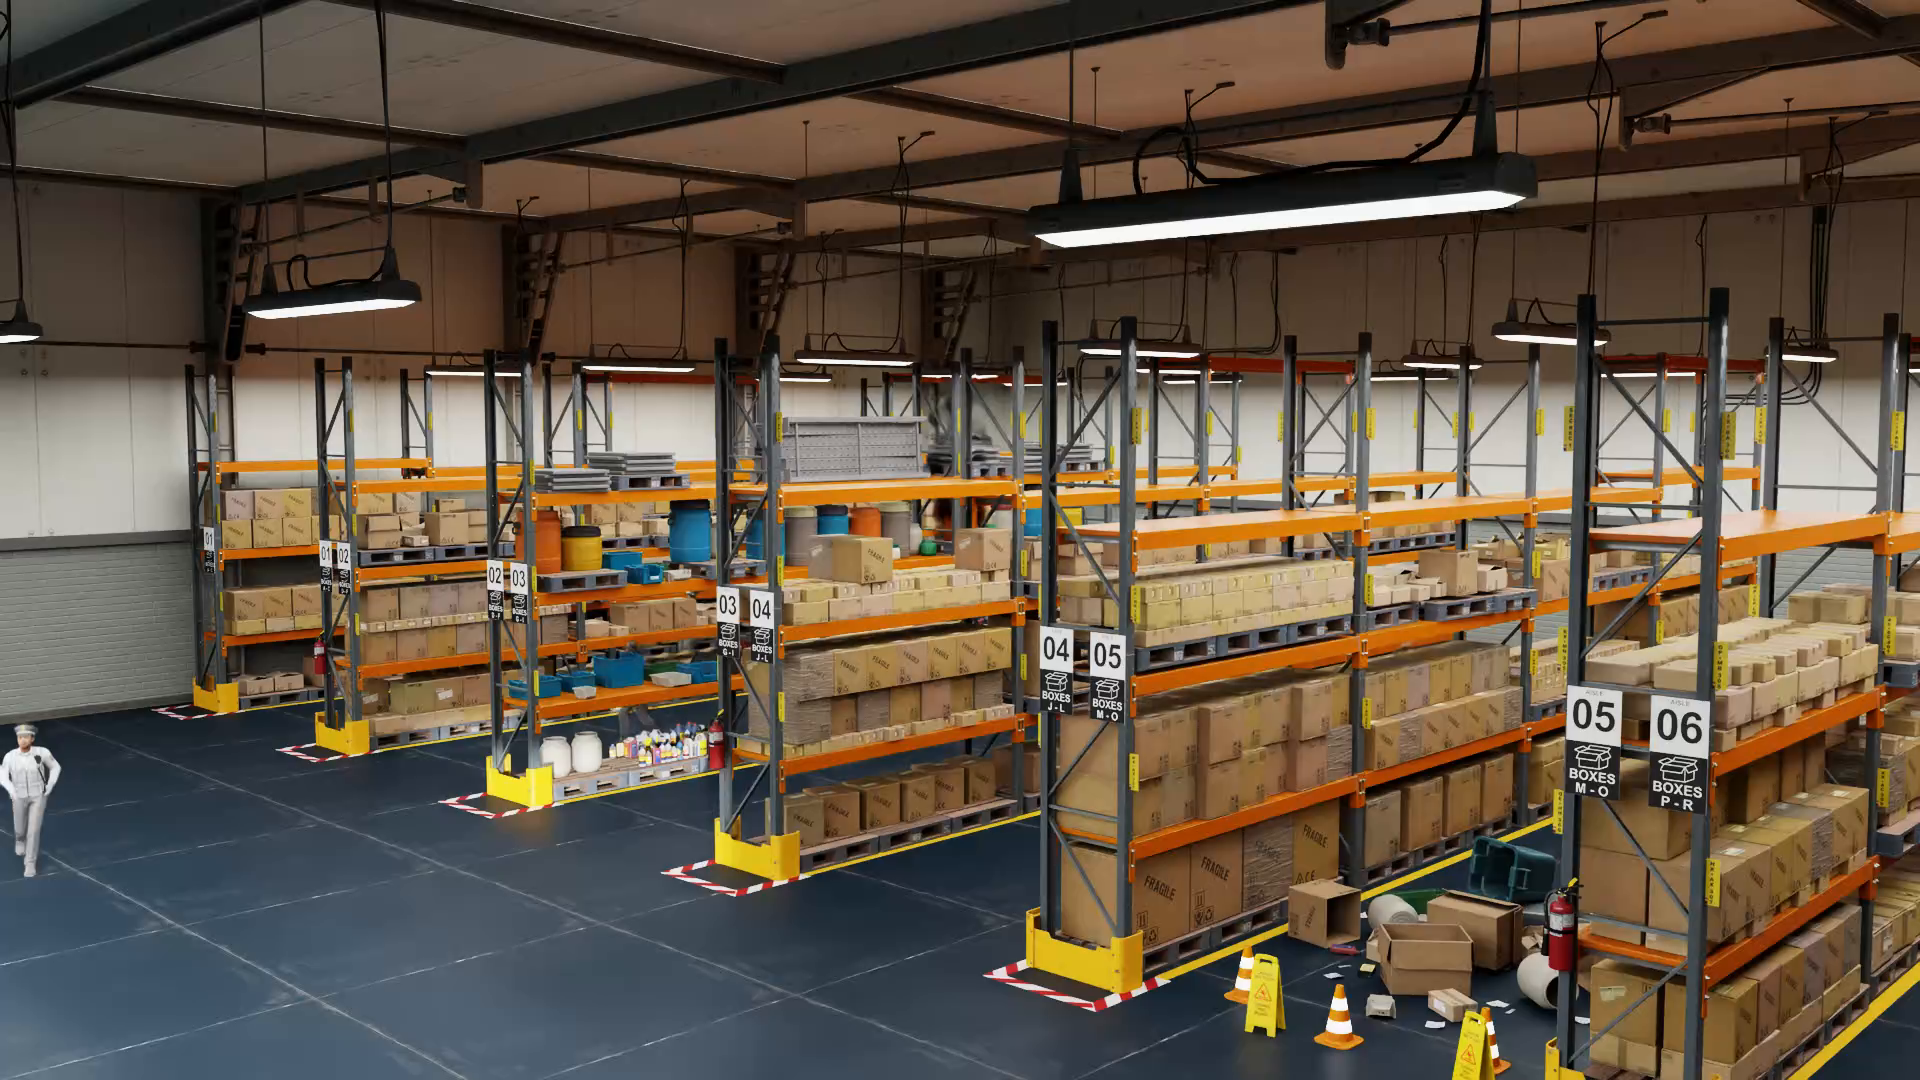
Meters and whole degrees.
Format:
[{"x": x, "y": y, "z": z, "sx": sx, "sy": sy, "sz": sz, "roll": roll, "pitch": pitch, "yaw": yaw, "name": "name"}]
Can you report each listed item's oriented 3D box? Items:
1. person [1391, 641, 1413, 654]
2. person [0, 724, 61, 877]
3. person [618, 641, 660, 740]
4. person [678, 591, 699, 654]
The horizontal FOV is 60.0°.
[{"x": 6.898, "y": 2.320, "z": 25.727, "sx": 0.720, "sy": 1.762, "sz": 0.795, "roll": 4, "pitch": 6, "yaw": 43, "name": "person"}, {"x": -10.516, "y": 2.902, "z": 18.818, "sx": 0.624, "sy": 1.694, "sz": 0.769, "roll": -2, "pitch": 5, "yaw": -24, "name": "person"}, {"x": -4.946, "y": 2.394, "z": 25.535, "sx": 0.799, "sy": 1.713, "sz": 0.553, "roll": -4, "pitch": 6, "yaw": -42, "name": "person"}, {"x": -5.295, "y": 1.804, "z": 32.532, "sx": 0.659, "sy": 1.732, "sz": 0.600, "roll": 4, "pitch": 6, "yaw": 41, "name": "person"}]
